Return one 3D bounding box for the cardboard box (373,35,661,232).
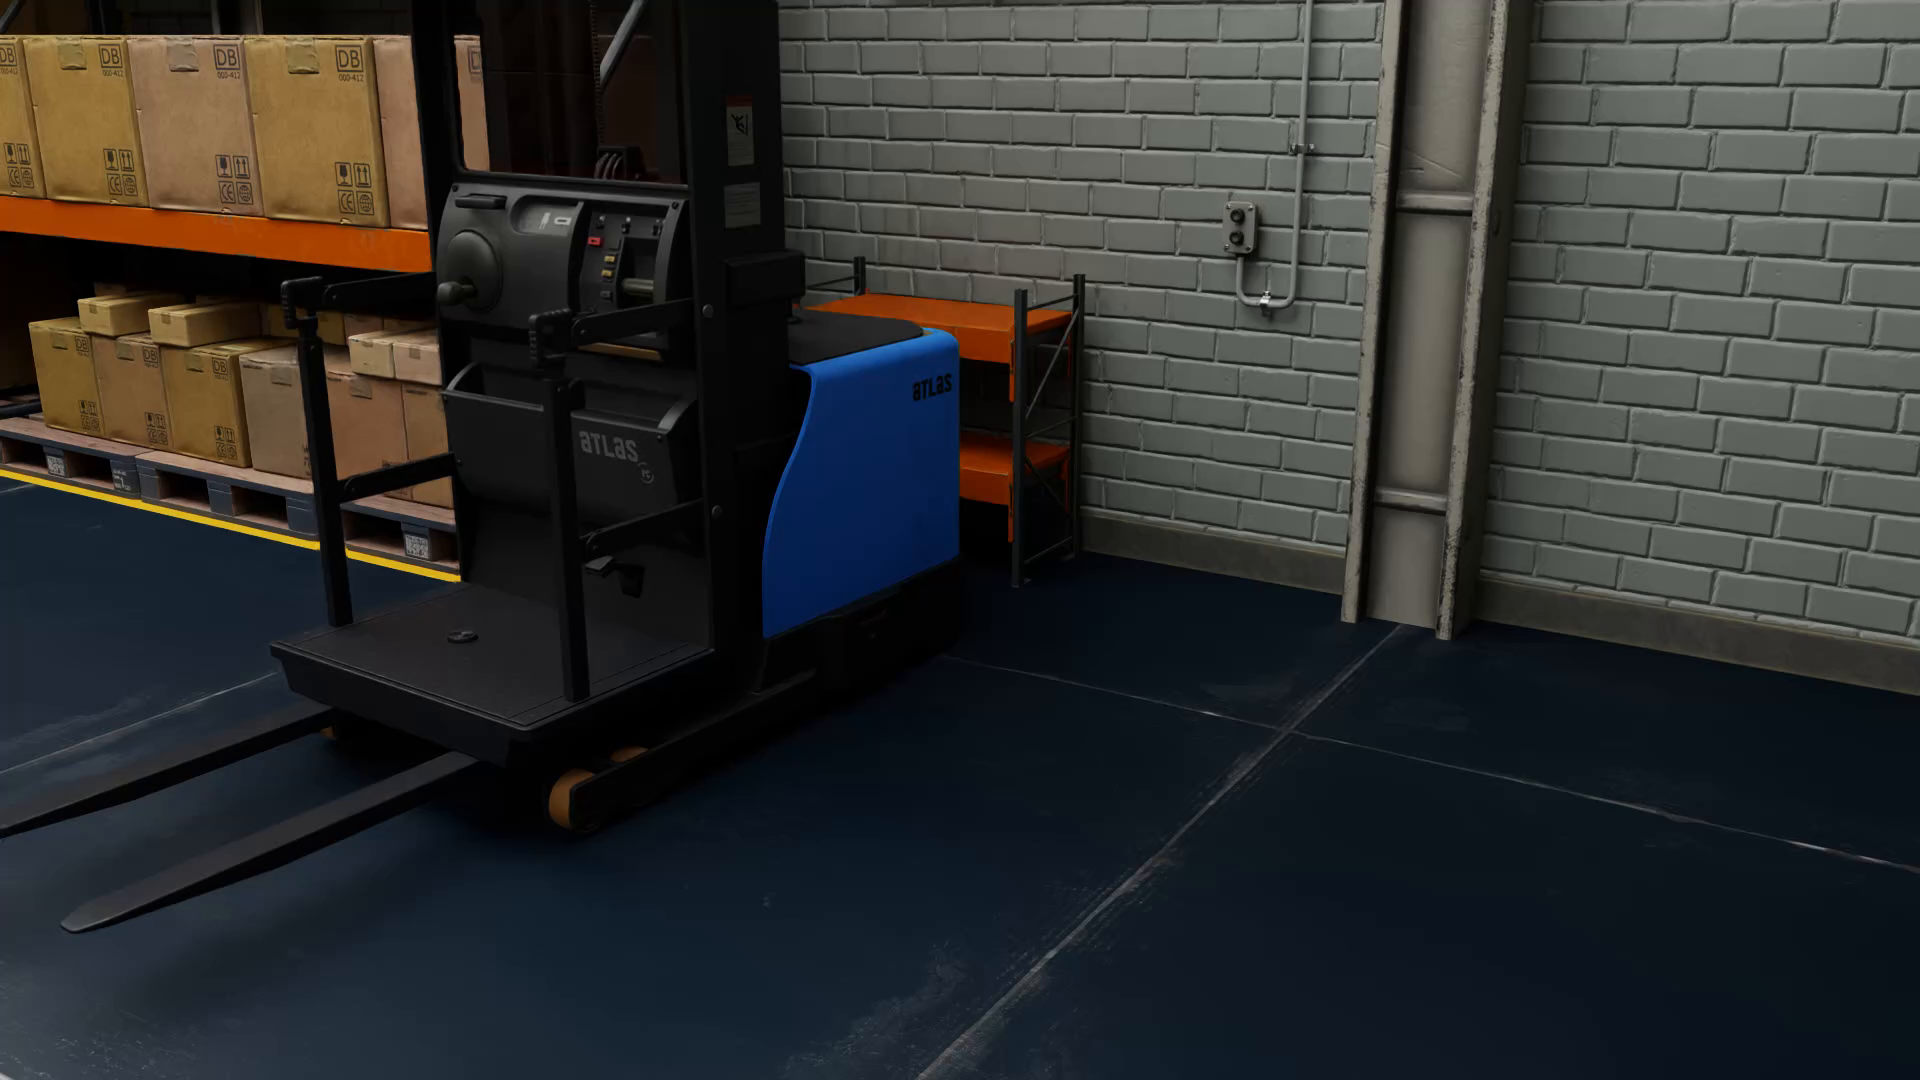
[{"bbox_3d":[-1.586,-1.571,6.375,0.700,0.700,0.980,11,20,33],"label":"cardboard box"}]

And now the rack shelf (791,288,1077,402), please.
[{"bbox_3d":[-0.098,-0.775,6.491,1.000,0.278,0.538,10,20,30],"label":"rack shelf"}]

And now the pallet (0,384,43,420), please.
[{"bbox_3d":[-5.252,-0.725,8.905,1.213,0.211,1.003,10,20,30],"label":"pallet"}]

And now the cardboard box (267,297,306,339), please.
[{"bbox_3d":[-2.881,-1.011,7.509,0.250,0.149,0.380,10,19,29],"label":"cardboard box"}]

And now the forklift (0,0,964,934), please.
[{"bbox_3d":[-1.241,-0.793,4.449,1.130,2.935,3.031,11,20,33],"label":"forklift"}]

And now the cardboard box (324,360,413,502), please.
[{"bbox_3d":[-2.222,-0.515,6.993,0.500,0.500,0.700,10,20,30],"label":"cardboard box"}]

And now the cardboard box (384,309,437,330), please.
[{"bbox_3d":[-2.229,-0.895,7.128,0.250,0.149,0.380,10,20,31],"label":"cardboard box"}]

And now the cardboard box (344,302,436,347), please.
[{"bbox_3d":[-2.447,-0.933,7.254,0.250,0.149,0.380,10,20,31],"label":"cardboard box"}]

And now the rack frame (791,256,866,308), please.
[{"bbox_3d":[-0.532,-0.572,6.829,0.032,1.125,0.500,10,20,30],"label":"rack frame"}]

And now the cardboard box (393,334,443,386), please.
[{"bbox_3d":[-2.000,-0.723,6.564,0.250,0.149,0.380,10,19,29],"label":"cardboard box"}]

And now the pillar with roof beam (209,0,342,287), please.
[{"bbox_3d":[-5.759,-3.873,4.147,0.400,9.000,9.100,10,20,30],"label":"pillar with roof beam"}]

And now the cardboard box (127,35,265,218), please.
[{"bbox_3d":[-2.857,-1.797,7.120,0.700,0.700,0.980,9,19,27],"label":"cardboard box"}]

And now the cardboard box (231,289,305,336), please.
[{"bbox_3d":[-3.101,-1.050,7.638,0.250,0.149,0.380,10,20,31],"label":"cardboard box"}]

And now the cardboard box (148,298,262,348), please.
[{"bbox_3d":[-3.330,-0.960,7.343,0.250,0.149,0.380,9,19,28],"label":"cardboard box"}]

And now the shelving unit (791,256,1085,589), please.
[{"bbox_3d":[-0.098,-0.495,6.576,1.048,1.125,0.538,10,20,30],"label":"shelving unit"}]

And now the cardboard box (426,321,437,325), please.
[{"bbox_3d":[-2.016,-0.856,7.002,0.250,0.149,0.380,10,20,30],"label":"cardboard box"}]

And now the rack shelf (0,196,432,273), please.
[{"bbox_3d":[-2.851,-1.312,7.277,4.000,0.370,1.077,10,20,30],"label":"rack shelf"}]

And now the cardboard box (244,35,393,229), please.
[{"bbox_3d":[-2.212,-1.679,6.730,0.700,0.700,0.980,10,20,30],"label":"cardboard box"}]

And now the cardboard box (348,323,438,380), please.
[{"bbox_3d":[-2.218,-0.762,6.691,0.250,0.149,0.380,11,20,32],"label":"cardboard box"}]

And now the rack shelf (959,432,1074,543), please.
[{"bbox_3d":[-0.098,-0.261,6.647,1.000,0.278,0.538,10,20,30],"label":"rack shelf"}]

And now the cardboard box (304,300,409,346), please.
[{"bbox_3d":[-2.666,-0.972,7.382,0.250,0.149,0.380,10,20,31],"label":"cardboard box"}]

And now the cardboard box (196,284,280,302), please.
[{"bbox_3d":[-3.316,-1.088,7.765,0.250,0.149,0.380,9,19,28],"label":"cardboard box"}]

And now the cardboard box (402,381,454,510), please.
[{"bbox_3d":[-1.795,-0.439,6.743,0.500,0.500,0.700,10,20,30],"label":"cardboard box"}]

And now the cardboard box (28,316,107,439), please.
[{"bbox_3d":[-3.972,-0.826,8.019,0.500,0.500,0.700,10,20,31],"label":"cardboard box"}]

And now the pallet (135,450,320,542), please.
[{"bbox_3d":[-2.904,-0.306,7.525,1.213,0.211,1.003,10,20,30],"label":"pallet"}]

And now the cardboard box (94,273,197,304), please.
[{"bbox_3d":[-3.991,-1.208,8.159,0.250,0.149,0.380,10,20,30],"label":"cardboard box"}]

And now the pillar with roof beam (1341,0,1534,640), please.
[{"bbox_3d":[-0.646,-2.960,1.143,0.400,9.000,9.100,10,20,30],"label":"pillar with roof beam"}]

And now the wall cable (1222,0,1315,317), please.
[{"bbox_3d":[0.439,-1.878,6.154,1.851,1.984,0.084,10,20,30],"label":"wall cable"}]

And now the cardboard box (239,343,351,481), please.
[{"bbox_3d":[-2.651,-0.591,7.244,0.500,0.500,0.700,9,19,28],"label":"cardboard box"}]

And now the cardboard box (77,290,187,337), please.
[{"bbox_3d":[-3.775,-1.039,7.604,0.250,0.149,0.380,11,20,32],"label":"cardboard box"}]

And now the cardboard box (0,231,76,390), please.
[{"bbox_3d":[-5.177,-1.200,8.645,0.750,0.750,0.750,10,20,31],"label":"cardboard box"}]

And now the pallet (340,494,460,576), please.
[{"bbox_3d":[-1.869,-0.120,6.913,1.213,0.211,1.003,10,20,30],"label":"pallet"}]

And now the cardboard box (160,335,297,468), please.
[{"bbox_3d":[-3.109,-0.670,7.505,0.500,0.500,0.700,11,20,31],"label":"cardboard box"}]

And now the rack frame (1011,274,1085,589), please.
[{"bbox_3d":[0.337,-0.419,6.324,0.032,1.125,0.500,10,20,30],"label":"rack frame"}]

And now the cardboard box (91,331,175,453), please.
[{"bbox_3d":[-3.545,-0.749,7.764,0.500,0.500,0.700,10,20,30],"label":"cardboard box"}]

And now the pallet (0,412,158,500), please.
[{"bbox_3d":[-3.948,-0.491,8.135,1.213,0.211,1.003,10,20,30],"label":"pallet"}]

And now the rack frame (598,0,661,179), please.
[{"bbox_3d":[-1.147,-1.352,6.171,0.127,3.000,1.000,10,20,30],"label":"rack frame"}]

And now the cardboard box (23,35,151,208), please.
[{"bbox_3d":[-3.482,-1.905,7.476,0.700,0.700,0.980,10,19,29],"label":"cardboard box"}]

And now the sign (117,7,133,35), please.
[{"bbox_3d":[-4.266,-2.550,8.490,0.005,0.325,0.100,10,20,30],"label":"sign"}]

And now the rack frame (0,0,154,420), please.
[{"bbox_3d":[-4.555,-1.960,8.174,0.127,3.000,1.000,10,20,30],"label":"rack frame"}]

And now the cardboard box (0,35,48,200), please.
[{"bbox_3d":[-4.101,-2.017,7.846,0.700,0.700,0.980,10,20,31],"label":"cardboard box"}]

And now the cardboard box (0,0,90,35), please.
[{"bbox_3d":[-4.811,-2.654,8.447,0.500,0.250,0.500,11,20,32],"label":"cardboard box"}]
